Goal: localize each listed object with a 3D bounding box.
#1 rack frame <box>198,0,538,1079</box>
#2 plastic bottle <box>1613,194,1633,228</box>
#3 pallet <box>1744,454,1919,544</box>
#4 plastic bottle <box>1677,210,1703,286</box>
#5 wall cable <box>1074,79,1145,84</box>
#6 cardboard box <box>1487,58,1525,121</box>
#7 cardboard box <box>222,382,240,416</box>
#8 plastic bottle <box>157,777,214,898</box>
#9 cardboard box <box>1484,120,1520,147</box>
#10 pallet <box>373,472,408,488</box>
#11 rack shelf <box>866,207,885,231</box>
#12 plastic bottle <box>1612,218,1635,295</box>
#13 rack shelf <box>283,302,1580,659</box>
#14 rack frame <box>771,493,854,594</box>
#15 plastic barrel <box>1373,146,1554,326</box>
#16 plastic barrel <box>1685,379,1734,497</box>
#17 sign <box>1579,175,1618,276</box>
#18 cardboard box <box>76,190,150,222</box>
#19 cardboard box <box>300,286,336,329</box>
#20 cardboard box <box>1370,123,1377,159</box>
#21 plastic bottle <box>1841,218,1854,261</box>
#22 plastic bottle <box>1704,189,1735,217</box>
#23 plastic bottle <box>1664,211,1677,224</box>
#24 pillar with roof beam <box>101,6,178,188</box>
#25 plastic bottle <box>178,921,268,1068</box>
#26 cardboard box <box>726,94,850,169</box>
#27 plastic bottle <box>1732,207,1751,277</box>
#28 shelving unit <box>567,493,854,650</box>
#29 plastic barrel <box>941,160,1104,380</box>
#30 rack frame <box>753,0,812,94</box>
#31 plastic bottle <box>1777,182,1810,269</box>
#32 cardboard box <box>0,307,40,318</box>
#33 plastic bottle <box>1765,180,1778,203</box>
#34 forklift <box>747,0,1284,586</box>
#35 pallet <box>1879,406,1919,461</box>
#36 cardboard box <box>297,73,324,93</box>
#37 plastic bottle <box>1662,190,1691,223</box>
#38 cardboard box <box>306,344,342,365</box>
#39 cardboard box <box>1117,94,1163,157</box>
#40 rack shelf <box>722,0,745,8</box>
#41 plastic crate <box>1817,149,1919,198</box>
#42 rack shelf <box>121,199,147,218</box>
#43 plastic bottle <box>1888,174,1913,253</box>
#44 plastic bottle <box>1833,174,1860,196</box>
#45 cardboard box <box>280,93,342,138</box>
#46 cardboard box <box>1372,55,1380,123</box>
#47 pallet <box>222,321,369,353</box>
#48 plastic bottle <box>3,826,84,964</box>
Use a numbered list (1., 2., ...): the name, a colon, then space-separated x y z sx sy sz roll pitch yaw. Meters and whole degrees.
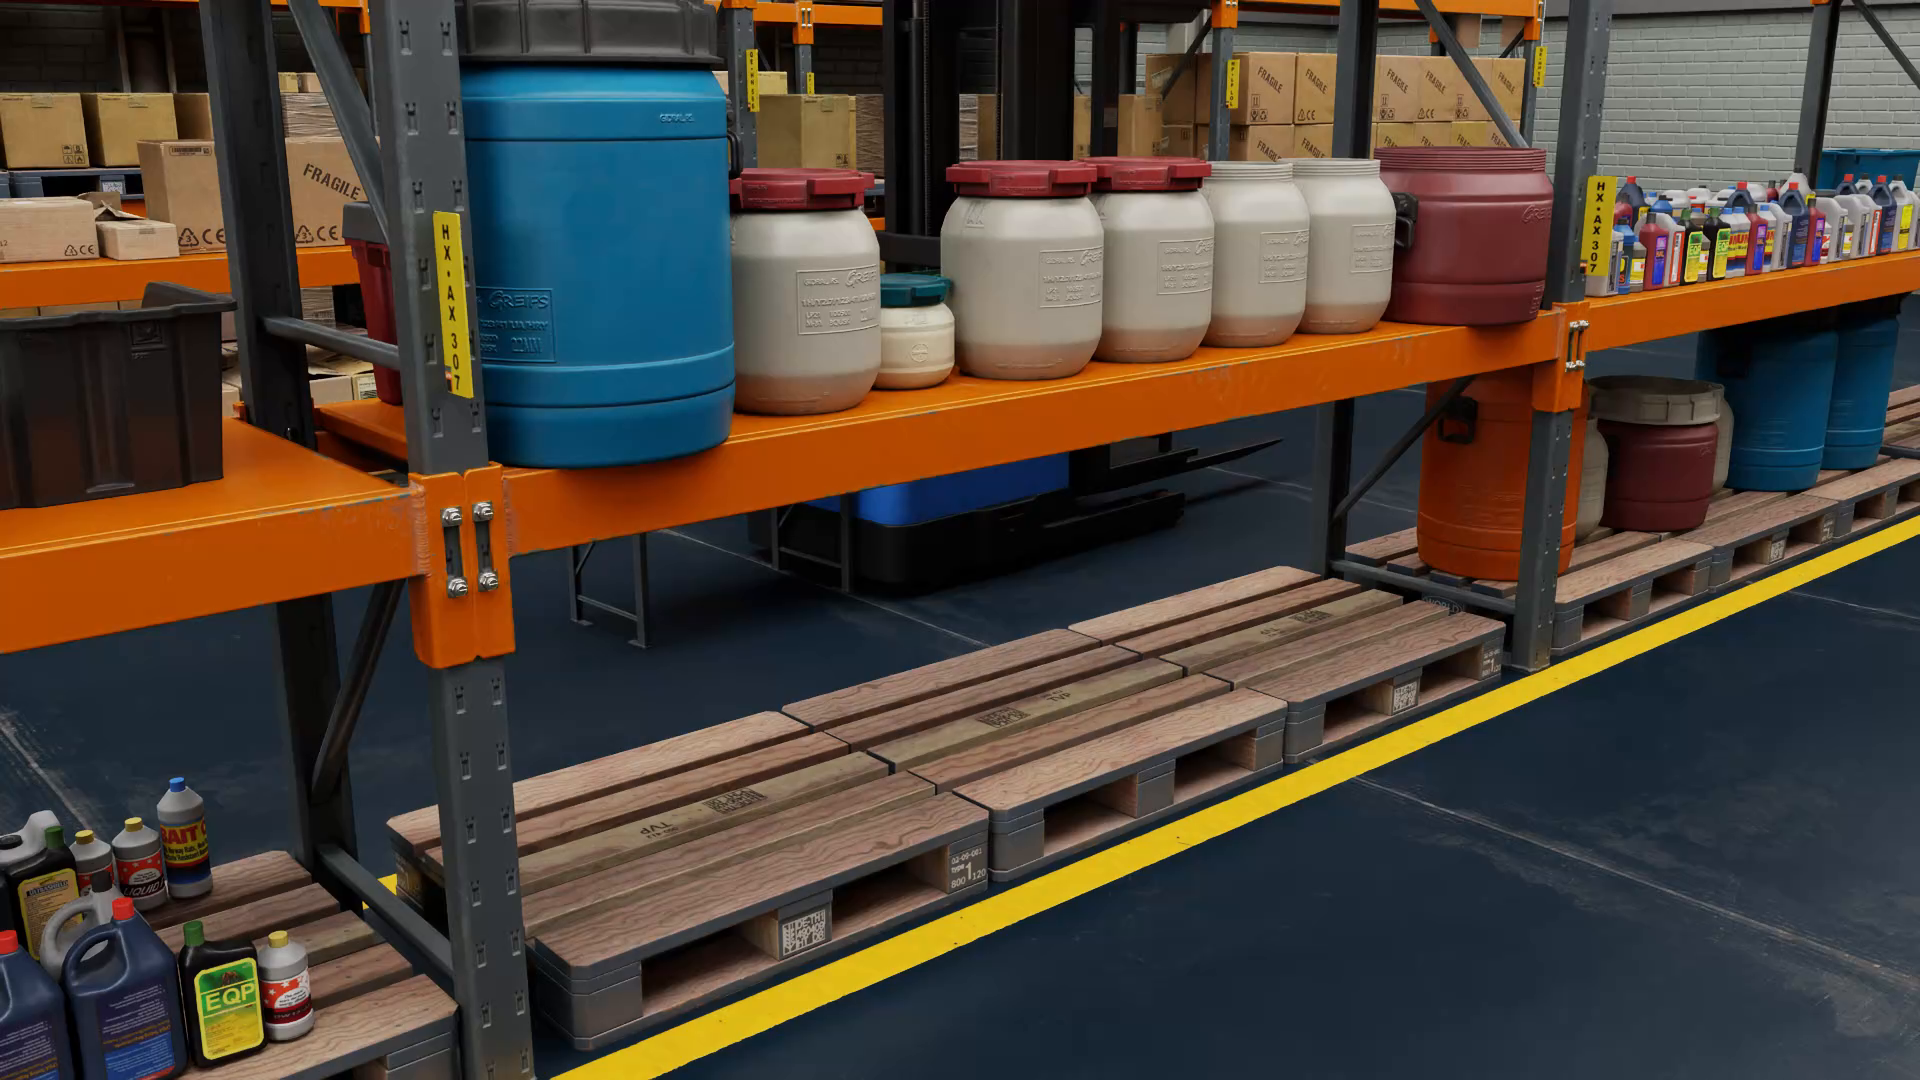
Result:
1. rack frame: -1.259 -0.395 3.417 0.127 3.000 1.000 -13 19 -39
2. plastic bottle: 2.880 -1.365 7.274 0.133 0.283 0.061 -13 19 -39
3. pallet: 4.166 -0.281 8.392 1.213 0.211 1.003 -13 19 -39
4. plastic bottle: 2.777 -1.119 6.353 0.133 0.283 0.061 -13 19 -39
5. wall cable: 1.635 -5.249 19.619 1.851 1.984 0.084 -13 19 -39
6. cardboard box: 4.389 -3.795 14.016 0.500 0.500 0.500 -13 20 -40
7. cardboard box: -3.652 -0.611 7.652 0.500 0.311 0.500 -13 20 -40
8. plastic bottle: -1.787 0.679 3.830 0.097 0.271 0.097 0 15 0
9. cardboard box: 4.385 -3.312 14.145 0.500 0.500 0.500 -12 19 -38
10. pallet: -3.057 -0.353 8.663 1.213 0.211 1.003 -13 19 -39
11. rack shelf: 0.018 -2.029 10.928 4.000 0.370 1.077 -13 19 -39
12. plastic bottle: 2.402 -1.035 6.063 0.097 0.271 0.097 0 15 0
13. rack shelf: 0.250 -0.387 4.778 4.000 0.370 1.077 -13 19 -39
14. rack frame: -0.629 -0.549 6.900 0.500 1.500 0.032 14 21 43
15. plastic barrel: 1.607 -1.001 5.421 0.708 0.536 0.600 -13 19 -39
16. plastic barrel: 3.335 -0.464 7.683 0.421 0.512 0.421 0 15 0
17. sign: 2.125 -1.046 5.537 0.005 0.325 0.100 -13 19 -39
18. cardboard box: -3.965 -1.480 7.739 0.258 0.266 0.396 -13 20 -41
19. cardboard box: -5.254 -1.874 12.946 0.500 0.500 0.700 -12 19 -39
20. cardboard box: 2.853 -2.969 12.858 0.500 0.500 0.500 -13 20 -40
21. plastic bottle: 3.864 -1.330 7.301 0.097 0.201 0.097 0 15 0
22. plastic bottle: 3.578 -1.500 7.793 0.135 0.276 0.152 -13 19 -39
23. plastic bottle: 2.711 -1.126 6.401 0.097 0.271 0.097 0 15 0
24. pillar with roof beam: -3.468 -5.010 9.069 0.400 9.000 9.100 -13 19 -39
25. plastic bottle: -1.406 0.850 3.165 0.133 0.283 0.061 -11 19 -37
26. cardboard box: -1.089 -2.418 9.981 0.700 0.500 0.500 8 17 28
27. plastic bottle: 3.100 -1.192 6.649 0.097 0.271 0.097 0 15 0
28. shelving unit: -0.987 -0.456 6.551 0.538 1.500 1.048 14 21 43
29. plastic barrel: 0.160 -0.705 4.312 0.433 0.535 0.433 0 15 0
30. rack frame: -1.728 -3.679 15.711 0.127 3.000 1.000 -13 19 -39
31. plastic bottle: 3.466 -1.321 6.977 0.185 0.351 0.144 -13 19 -39
32. cardboard box: -6.861 -1.554 11.747 0.500 0.500 0.700 -13 20 -40
33. plastic bottle: 4.118 -1.692 8.500 0.133 0.283 0.061 -13 19 -39
34. forklift: 0.441 -1.531 7.803 1.130 2.935 3.031 14 21 43
35. pallet: 5.305 -0.535 9.345 1.213 0.211 1.003 -13 19 -39
36. cardboard box: -4.986 -3.512 12.781 0.380 0.149 0.250 13 20 40
37. plastic bottle: 3.303 -1.490 7.757 0.135 0.276 0.152 -13 19 -39
38. cardboard box: -3.243 -0.888 8.689 0.500 0.311 0.500 -13 20 -40
39. cardboard box: 1.023 -2.930 11.899 0.700 0.500 0.500 8 17 28
40. rack shelf: -2.999 -2.801 8.004 4.000 0.370 1.077 -13 19 -39
41. plastic crate: 4.904 -1.917 9.030 0.575 0.384 0.392 -13 19 -39
42. rack shelf: -6.254 -2.315 11.999 4.000 0.370 1.077 -13 19 -39
43. plastic bottle: 4.297 -1.507 7.676 0.185 0.351 0.144 -13 19 -39
44. plastic bottle: 4.063 -1.504 7.664 0.185 0.351 0.144 -13 19 -39
45. cardboard box: -5.093 -3.181 12.800 0.700 0.500 0.500 13 20 40
46. cardboard box: 2.844 -3.446 12.708 0.500 0.500 0.500 -13 20 -41
47. pallet: -5.336 -1.522 13.040 1.213 0.211 1.003 -13 19 -39
48. plastic bottle: -1.943 0.754 3.526 0.133 0.283 0.061 -13 19 -39
